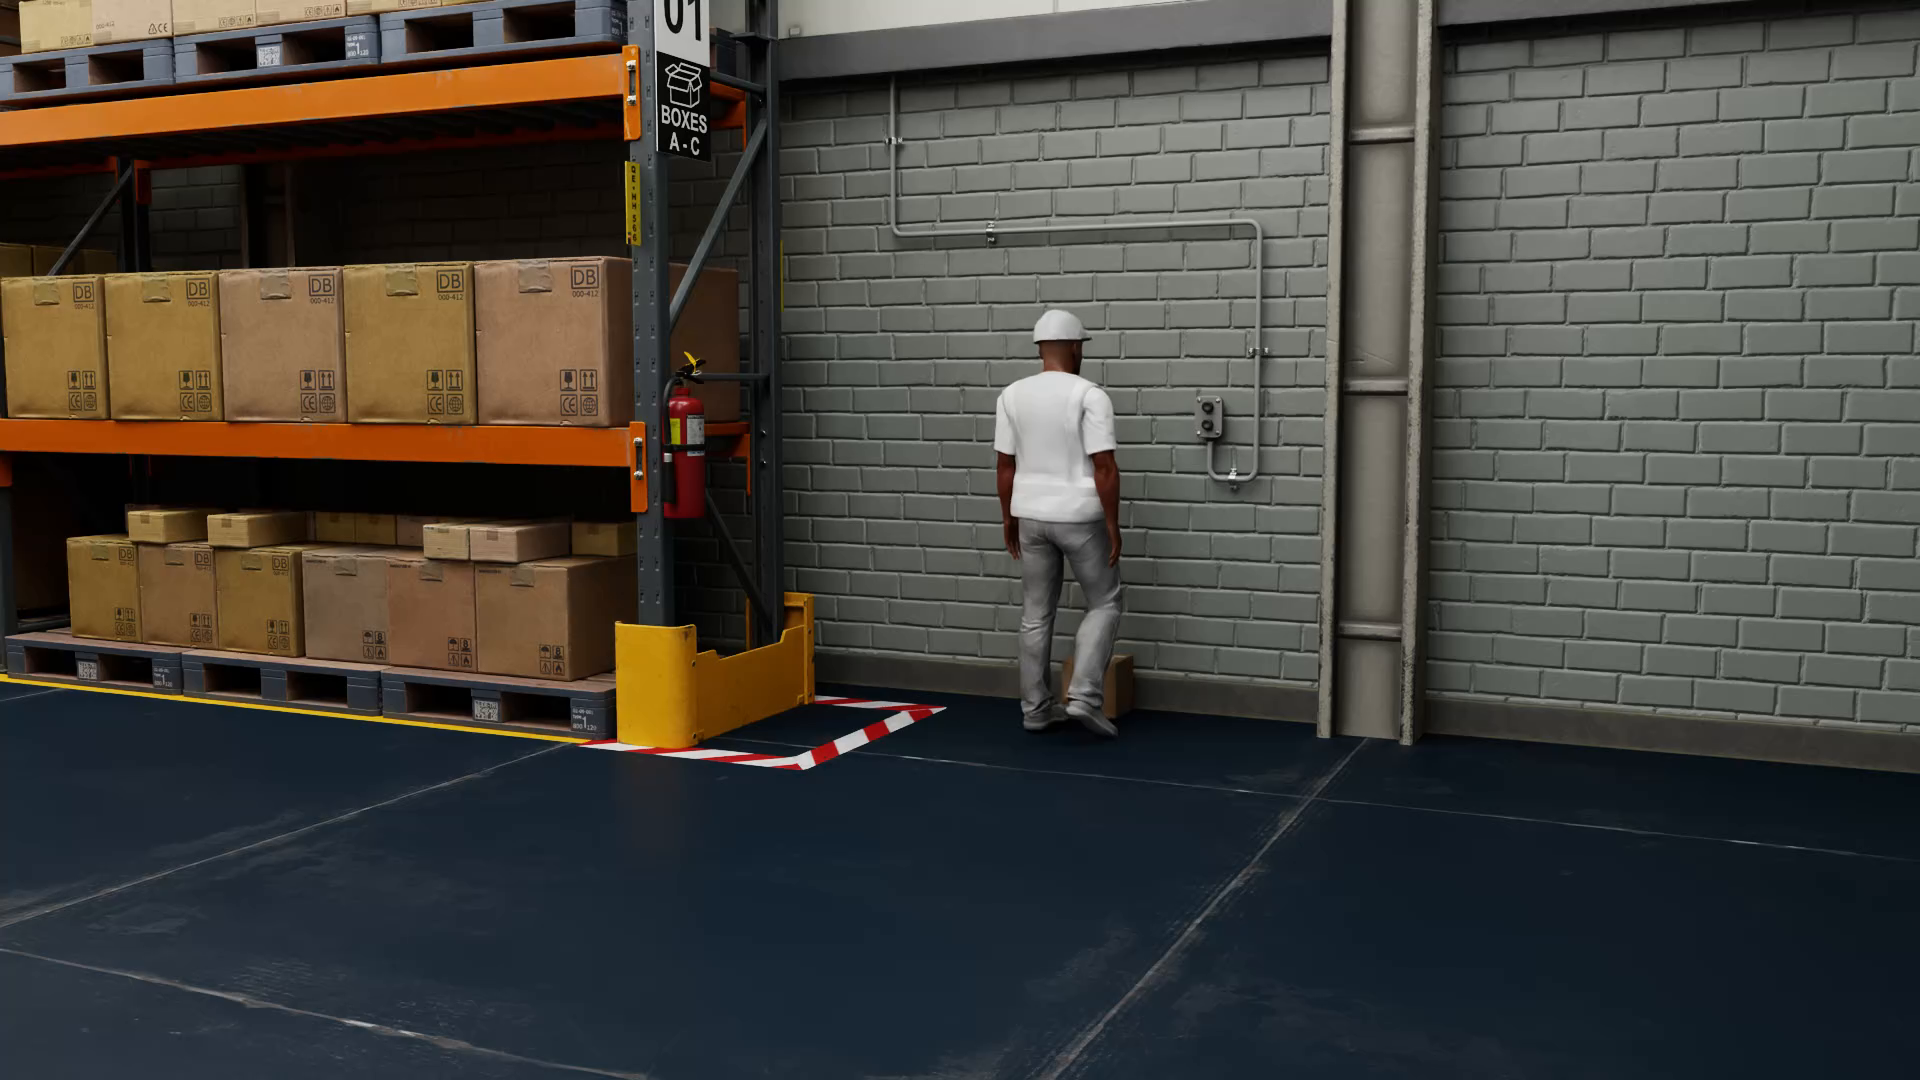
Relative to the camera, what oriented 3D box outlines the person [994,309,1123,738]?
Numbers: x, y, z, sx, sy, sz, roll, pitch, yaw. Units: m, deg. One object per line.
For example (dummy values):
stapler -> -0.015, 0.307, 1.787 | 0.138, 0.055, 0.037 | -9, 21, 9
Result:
person -> 0.430, -0.063, 7.006 | 0.582, 1.799, 0.397 | 3, 6, 31
